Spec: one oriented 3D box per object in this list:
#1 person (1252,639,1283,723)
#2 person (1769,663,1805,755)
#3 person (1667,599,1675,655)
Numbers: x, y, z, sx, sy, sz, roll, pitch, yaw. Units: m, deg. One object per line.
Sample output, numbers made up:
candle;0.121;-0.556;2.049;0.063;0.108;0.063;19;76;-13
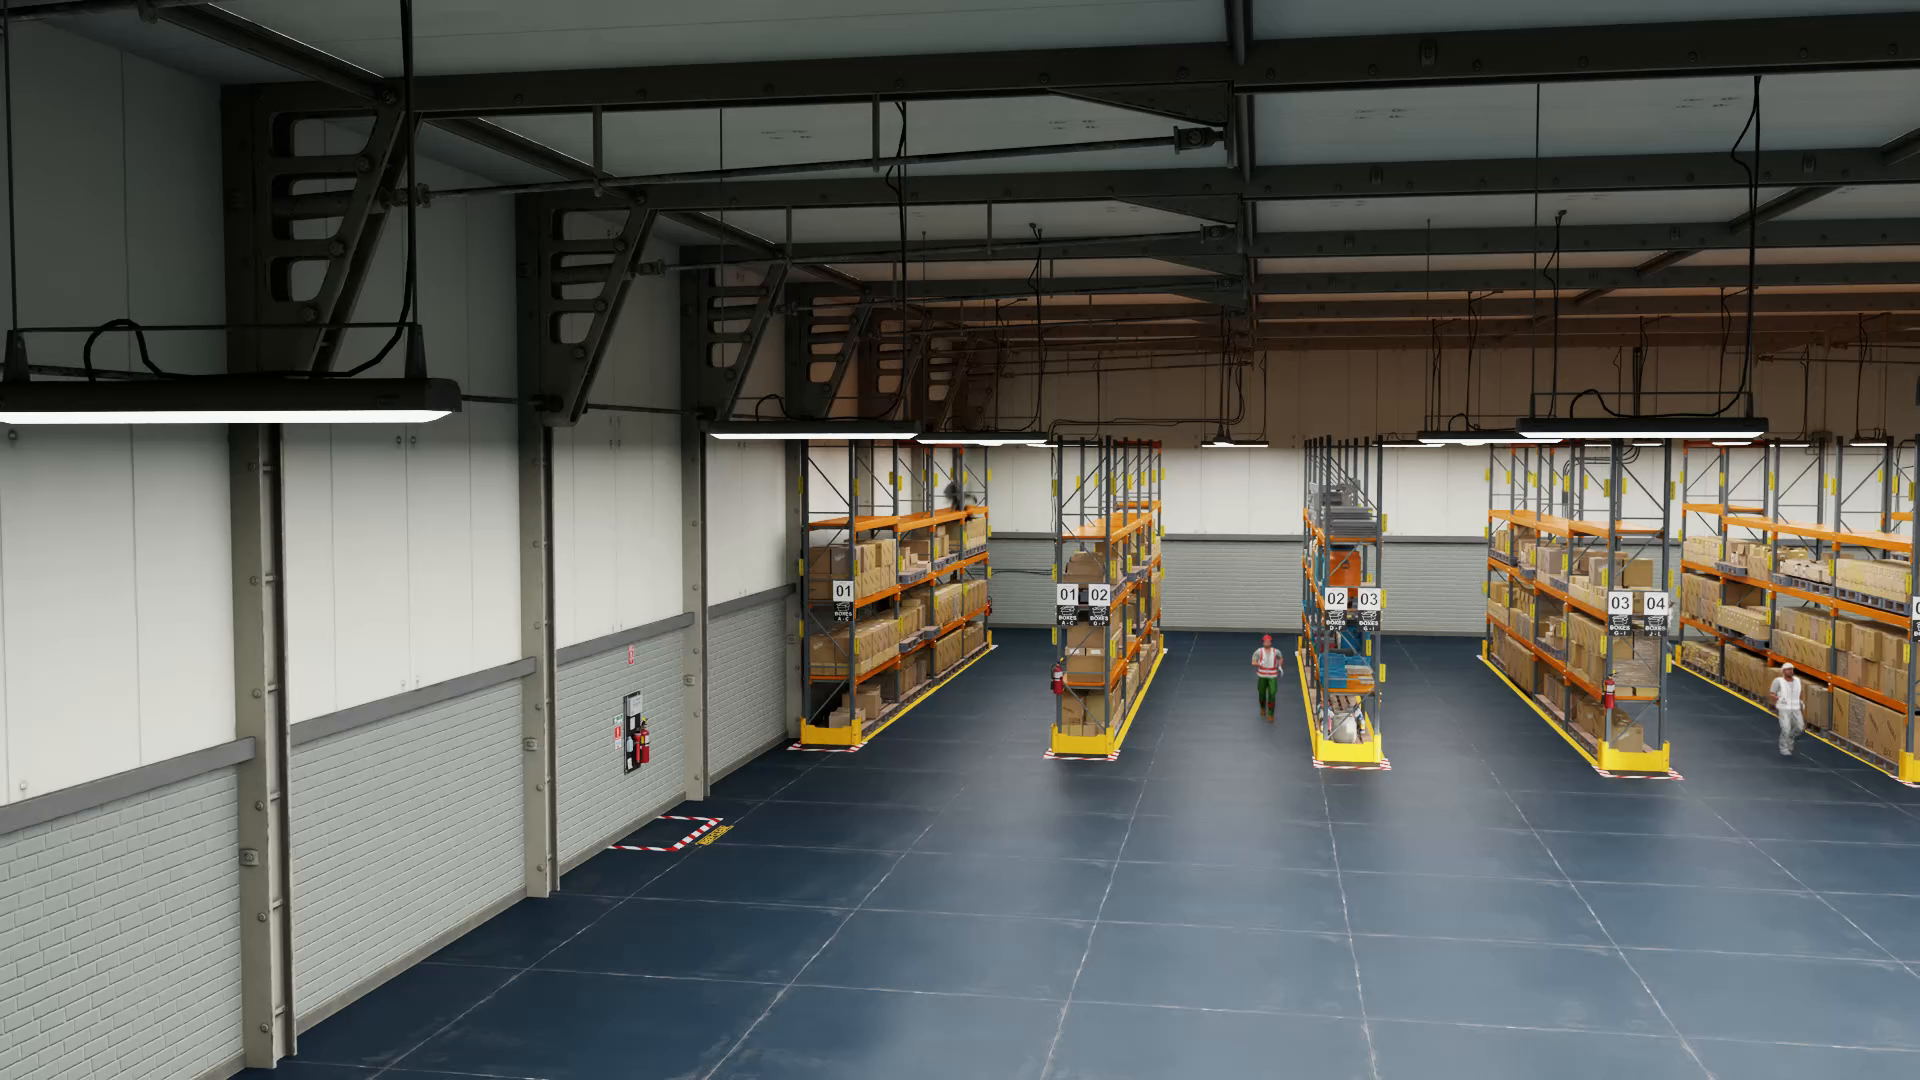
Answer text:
person;6.484;2.921;35.111;0.650;1.737;0.979;0;3;9
person;15.510;3.164;31.087;0.672;1.736;0.599;0;3;2
person;19.394;2.426;45.924;0.714;1.667;0.730;1;3;22
